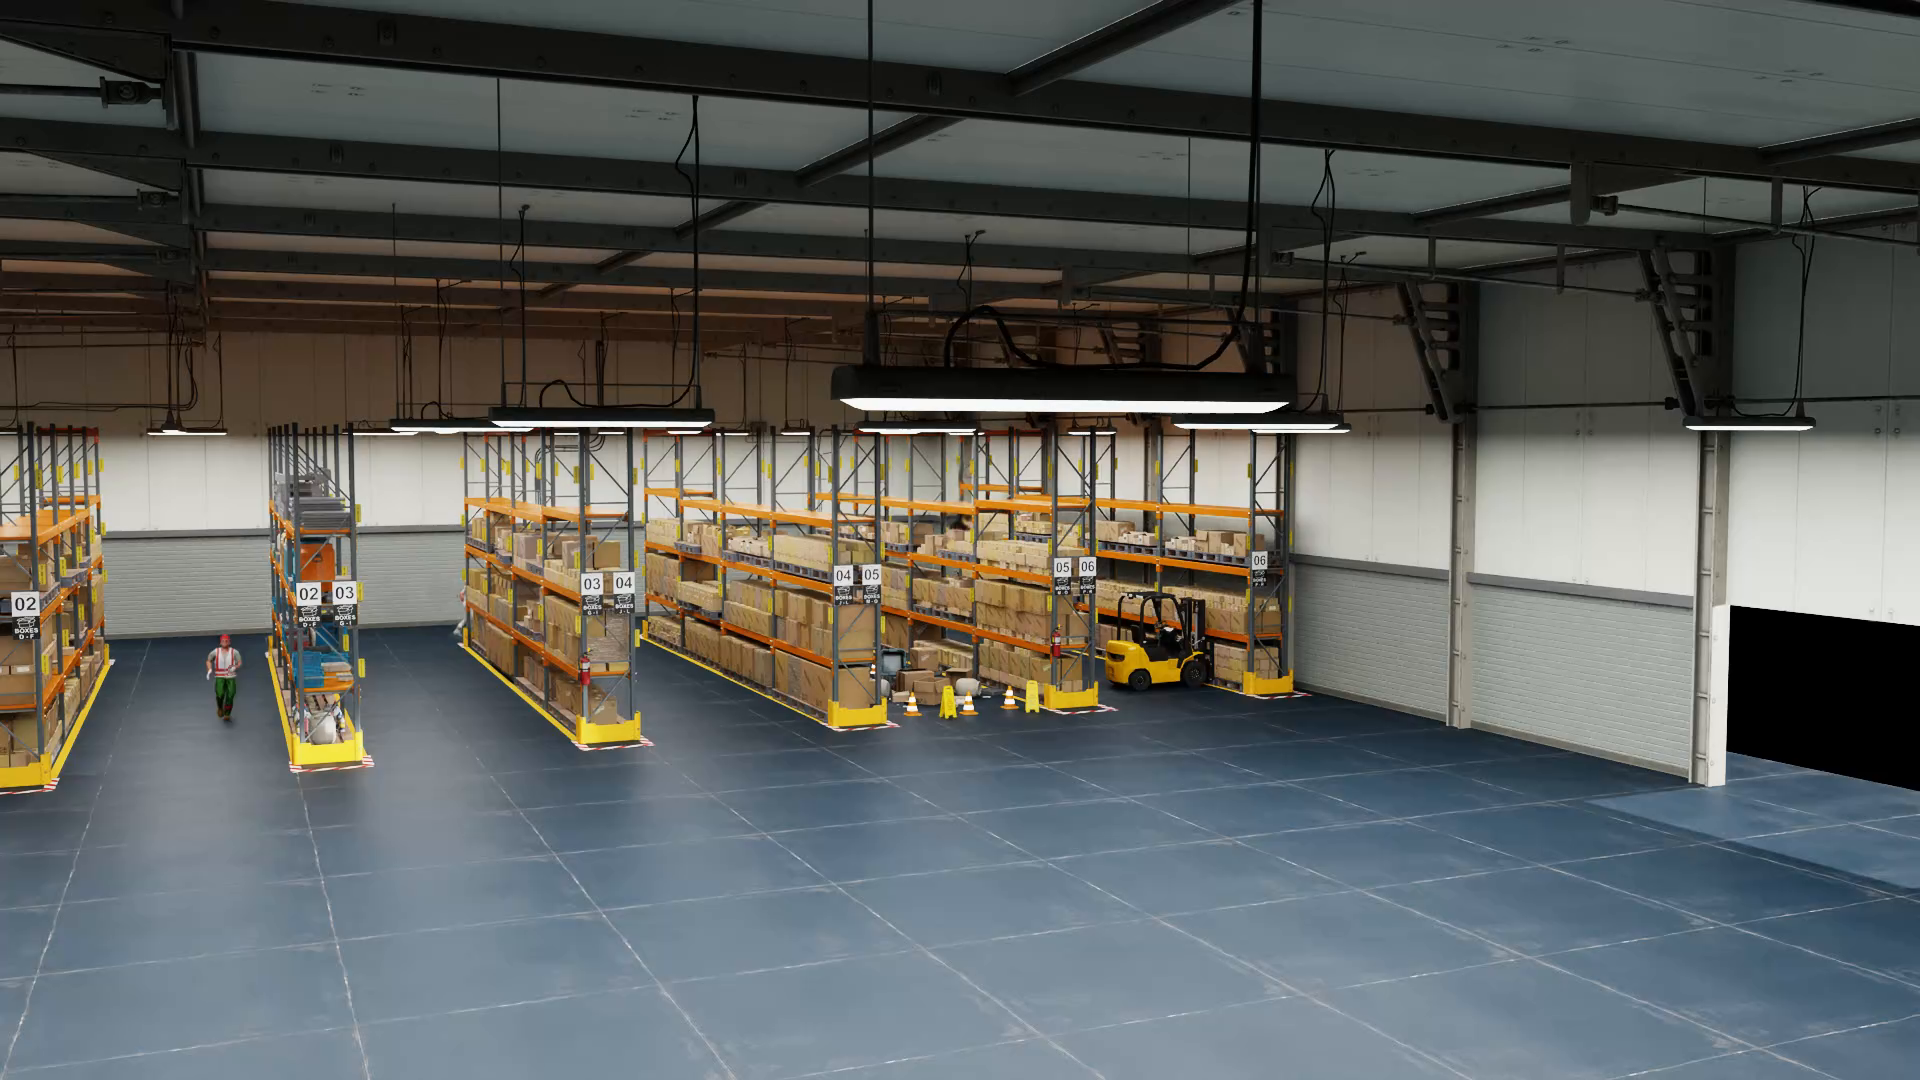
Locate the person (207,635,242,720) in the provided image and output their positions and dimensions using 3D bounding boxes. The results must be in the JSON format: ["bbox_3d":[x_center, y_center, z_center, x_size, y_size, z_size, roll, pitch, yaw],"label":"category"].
[{"bbox_3d":[-14.848,2.785,33.591,0.664,1.739,0.603,-2,4,-26],"label":"person"}]

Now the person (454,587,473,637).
[{"bbox_3d":[-13.953,1.928,47.354,0.930,1.797,0.668,-1,4,-16],"label":"person"}]
